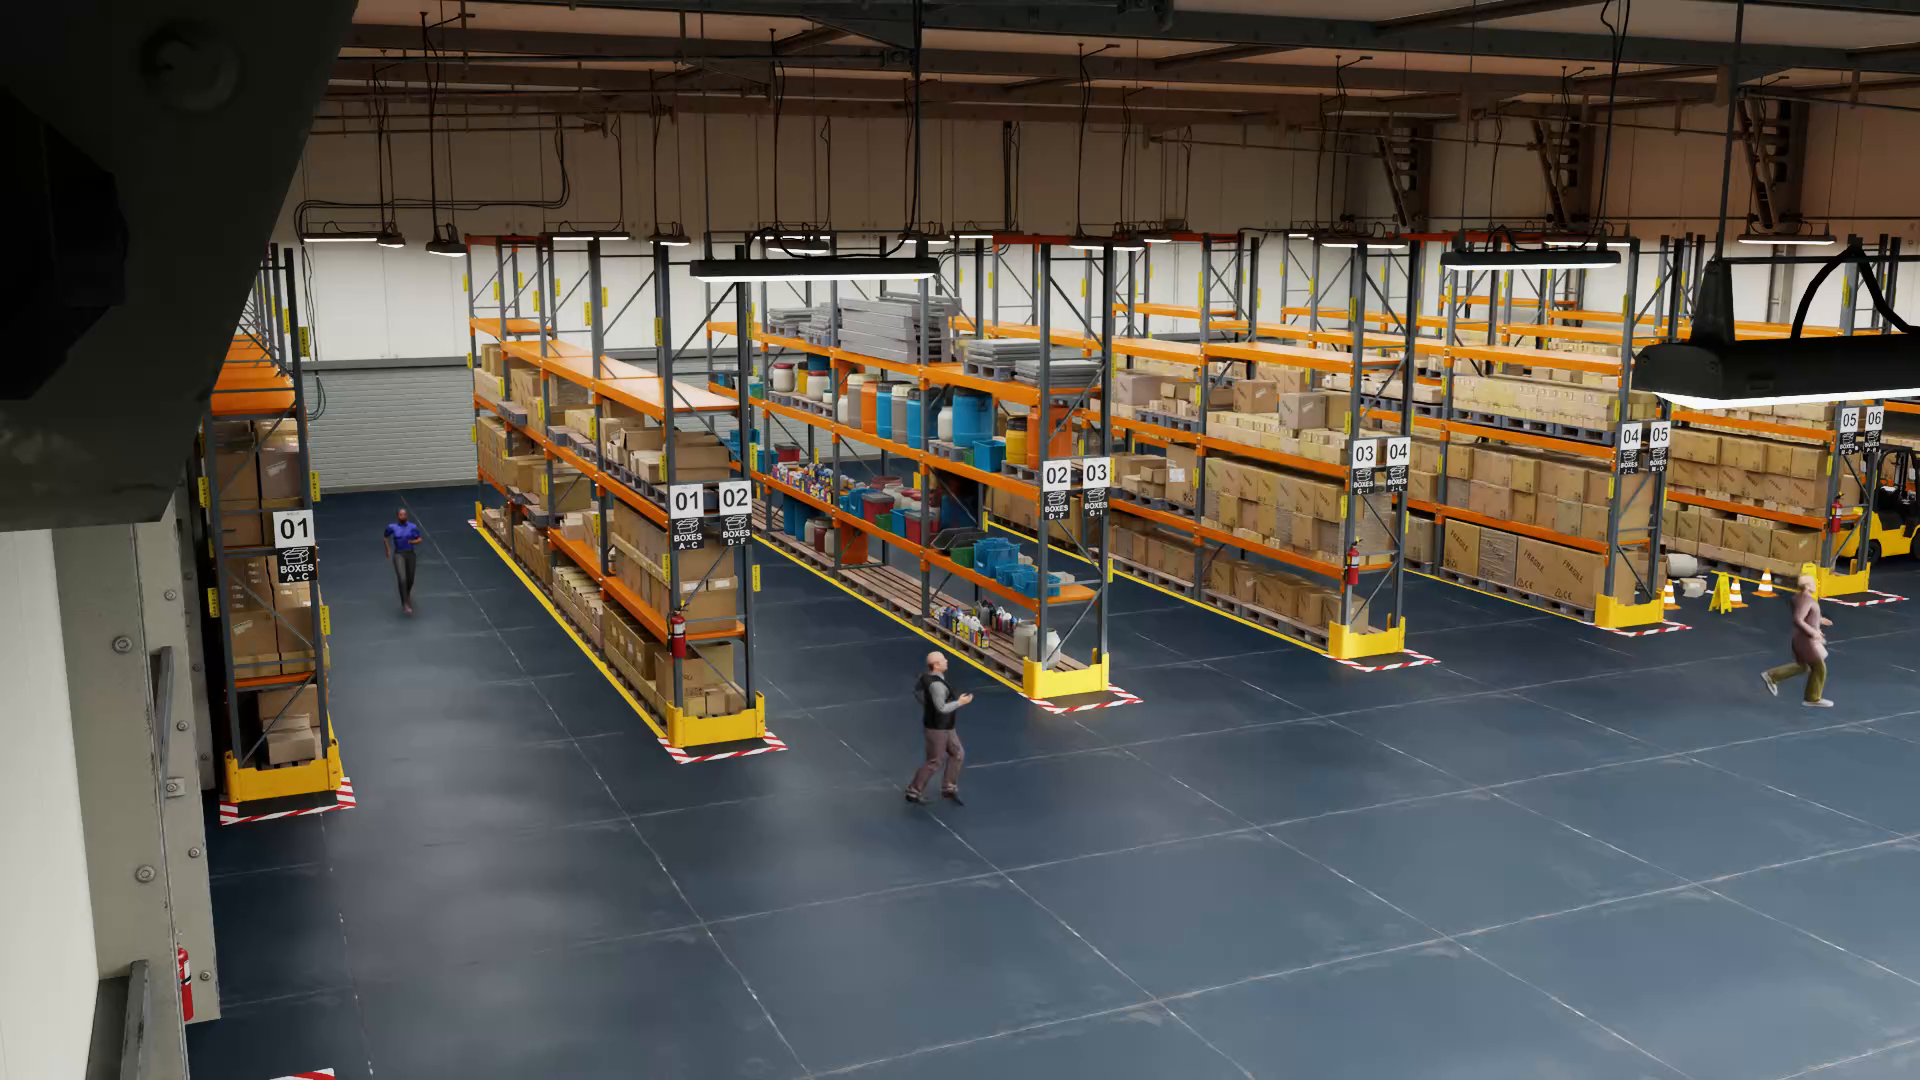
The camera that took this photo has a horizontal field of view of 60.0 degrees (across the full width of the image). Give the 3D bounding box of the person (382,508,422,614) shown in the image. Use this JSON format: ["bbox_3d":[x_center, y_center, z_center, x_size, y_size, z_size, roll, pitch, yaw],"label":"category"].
[{"bbox_3d":[-9.062,0.303,27.125,0.565,1.675,0.876,-6,13,-30],"label":"person"}]

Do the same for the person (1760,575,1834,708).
[{"bbox_3d":[11.015,1.327,21.752,0.897,1.727,0.720,3,11,14],"label":"person"}]

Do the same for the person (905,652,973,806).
[{"bbox_3d":[-0.230,2.066,17.972,0.734,1.777,0.639,0,11,-2],"label":"person"}]
